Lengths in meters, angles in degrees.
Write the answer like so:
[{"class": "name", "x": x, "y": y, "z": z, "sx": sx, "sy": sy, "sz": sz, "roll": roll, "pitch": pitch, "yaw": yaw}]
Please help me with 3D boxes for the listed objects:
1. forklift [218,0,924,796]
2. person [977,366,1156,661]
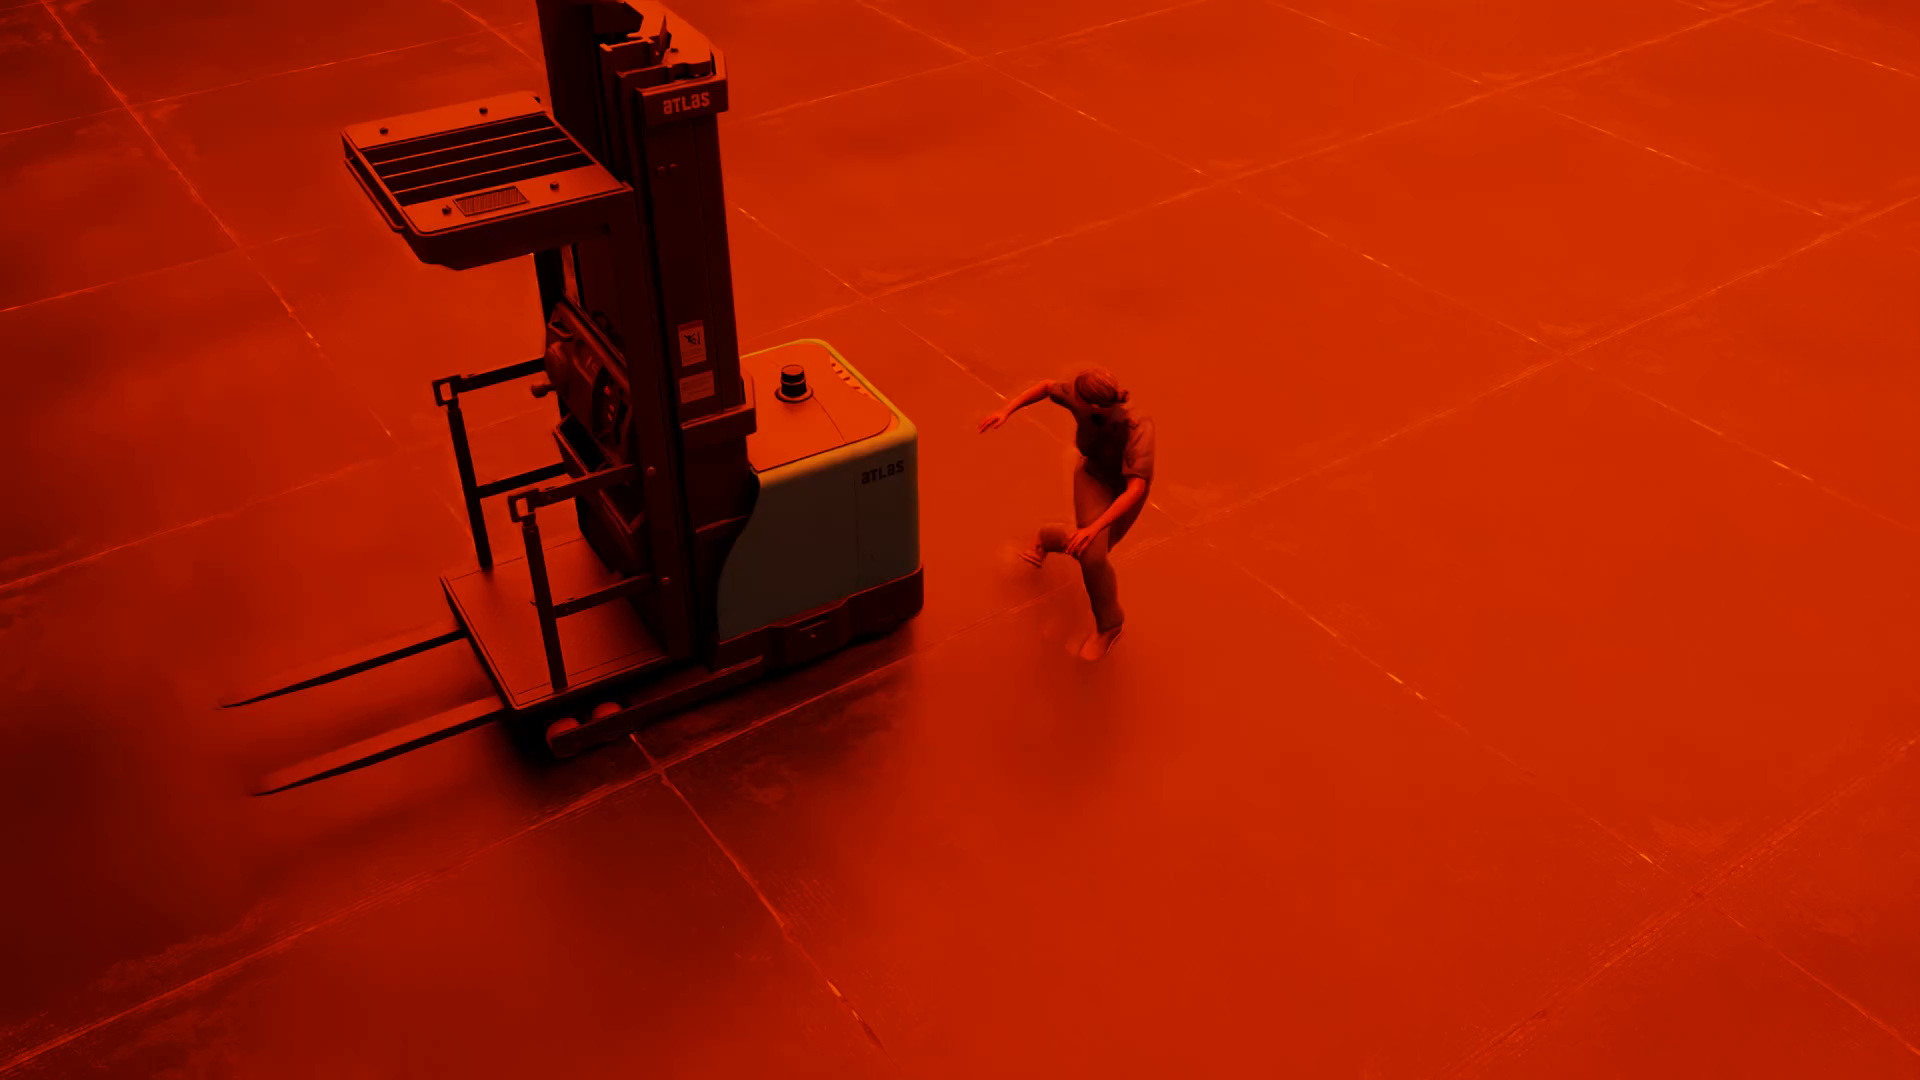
[{"class": "forklift", "x": -1.702, "y": -0.607, "z": 6.766, "sx": 3.031, "sy": 2.935, "sz": 1.130, "roll": -19, "pitch": 41, "yaw": -24}, {"class": "person", "x": 0.454, "y": -0.167, "z": 7.482, "sx": 0.814, "sy": 1.449, "sz": 1.088, "roll": 9, "pitch": 37, "yaw": 12}]
